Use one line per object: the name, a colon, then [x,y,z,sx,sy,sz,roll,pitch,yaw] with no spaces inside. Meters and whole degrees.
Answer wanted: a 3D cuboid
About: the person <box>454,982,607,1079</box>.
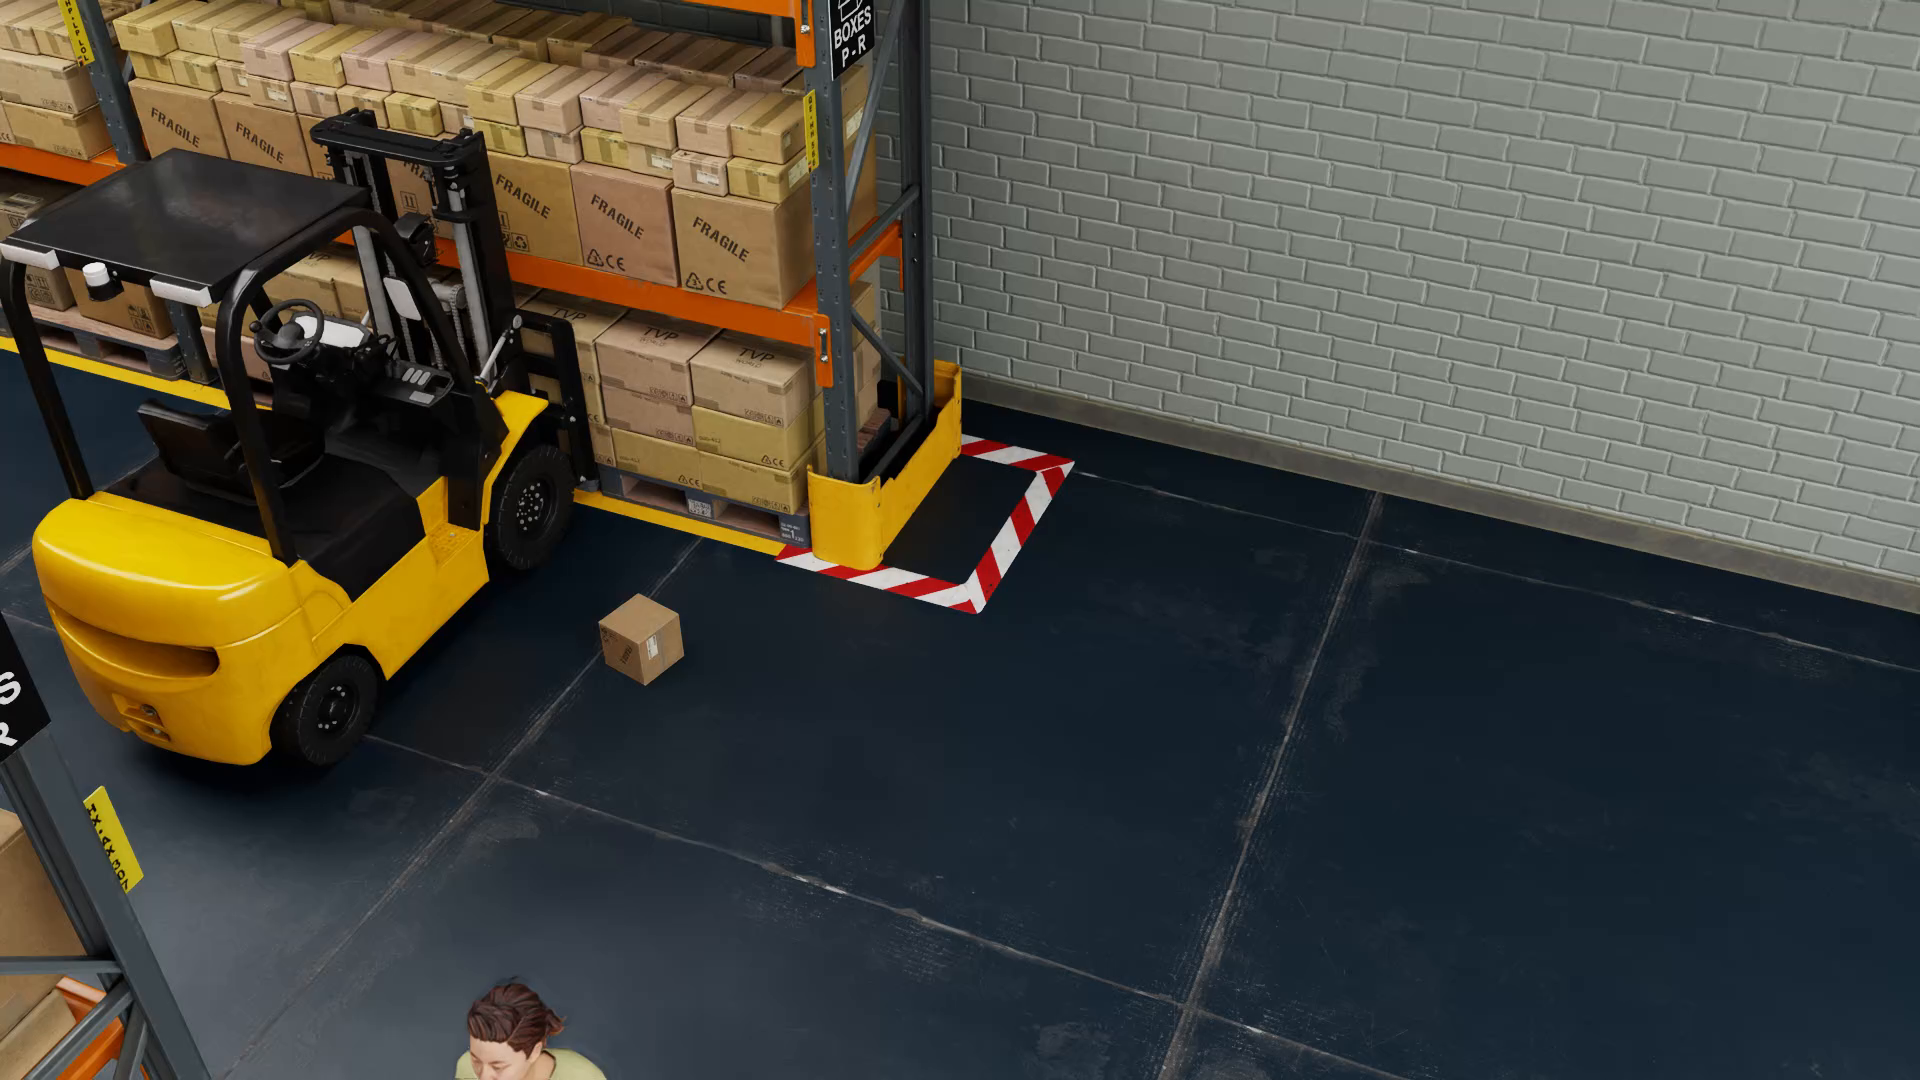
person: [-1.094,1.755,4.516,0.450,1.646,0.723,4,38,5]
